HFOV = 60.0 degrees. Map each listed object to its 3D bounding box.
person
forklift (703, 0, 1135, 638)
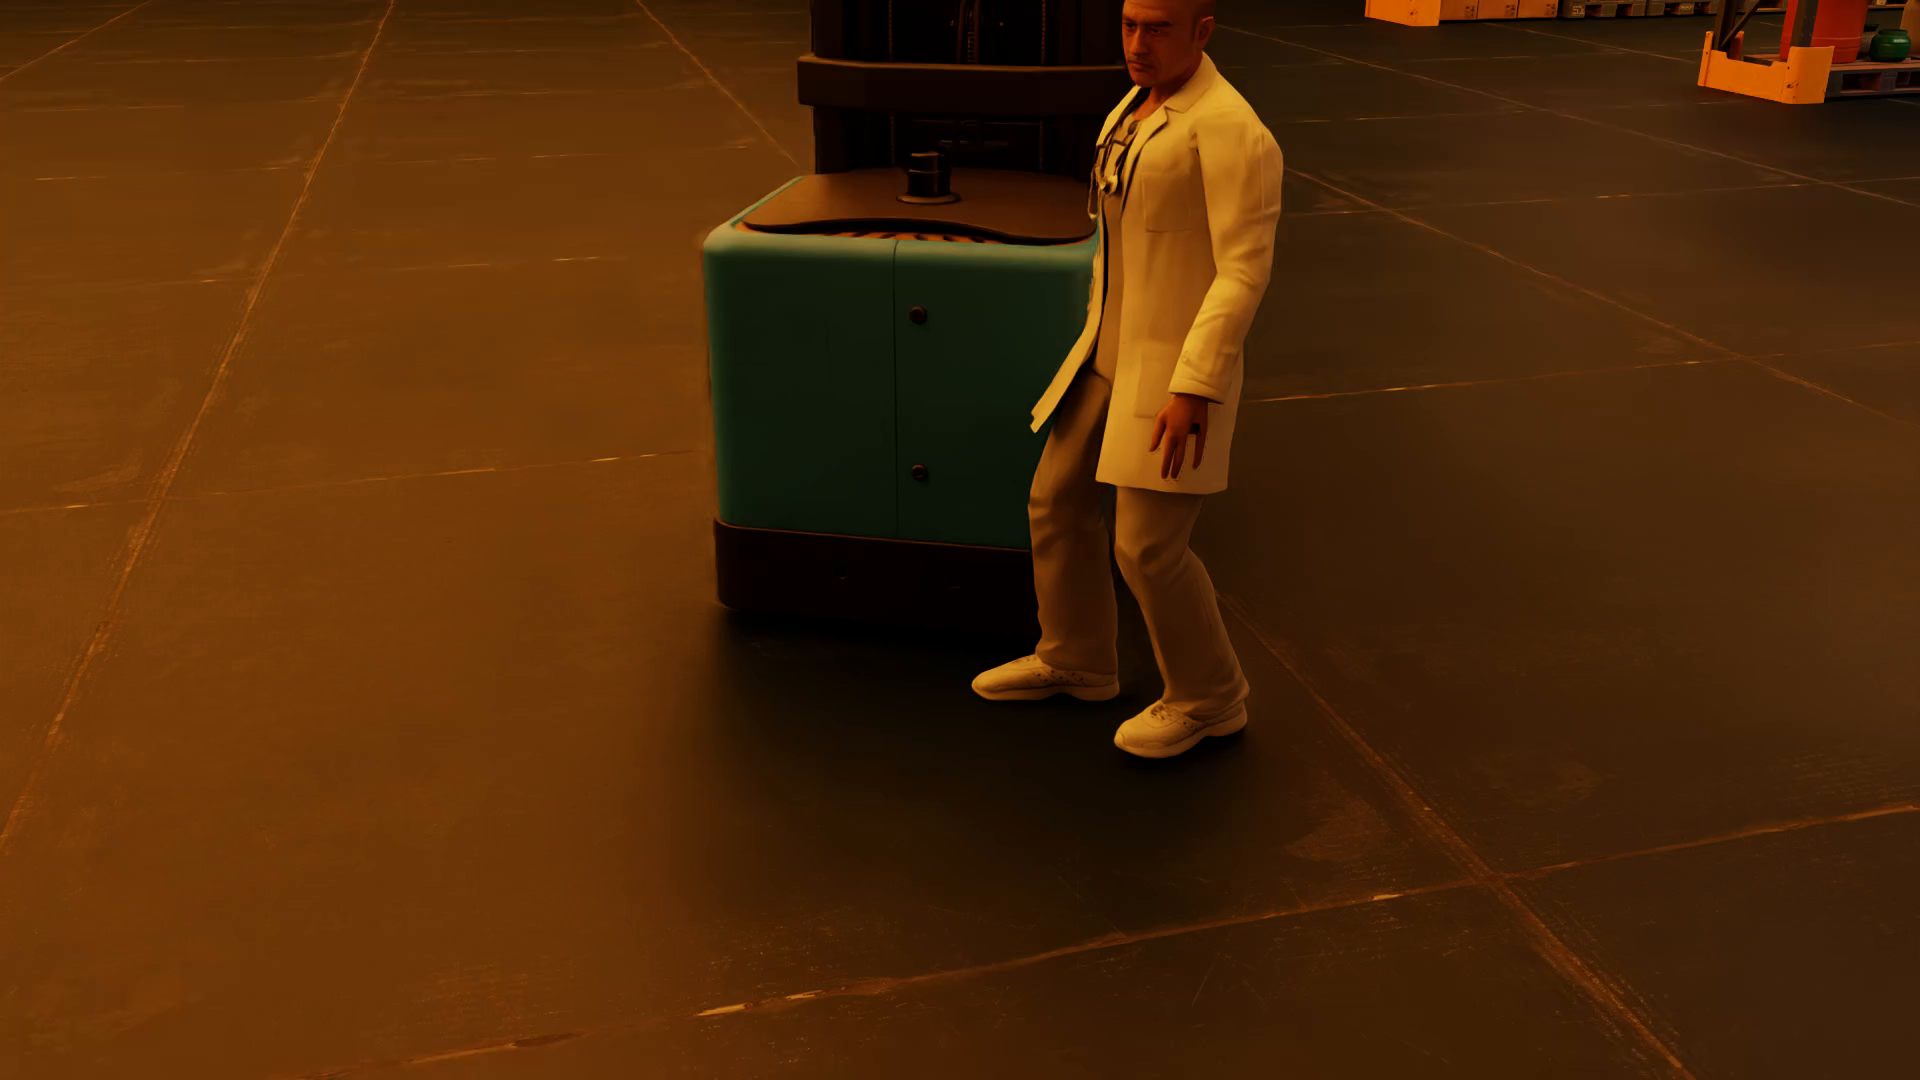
[{"bbox_3d":[0.371,-0.372,3.694,0.560,1.752,0.800,-9,25,-21],"label":"person"},{"bbox_3d":[0.143,-1.641,5.165,1.130,2.935,3.031,5,23,11],"label":"forklift"}]
